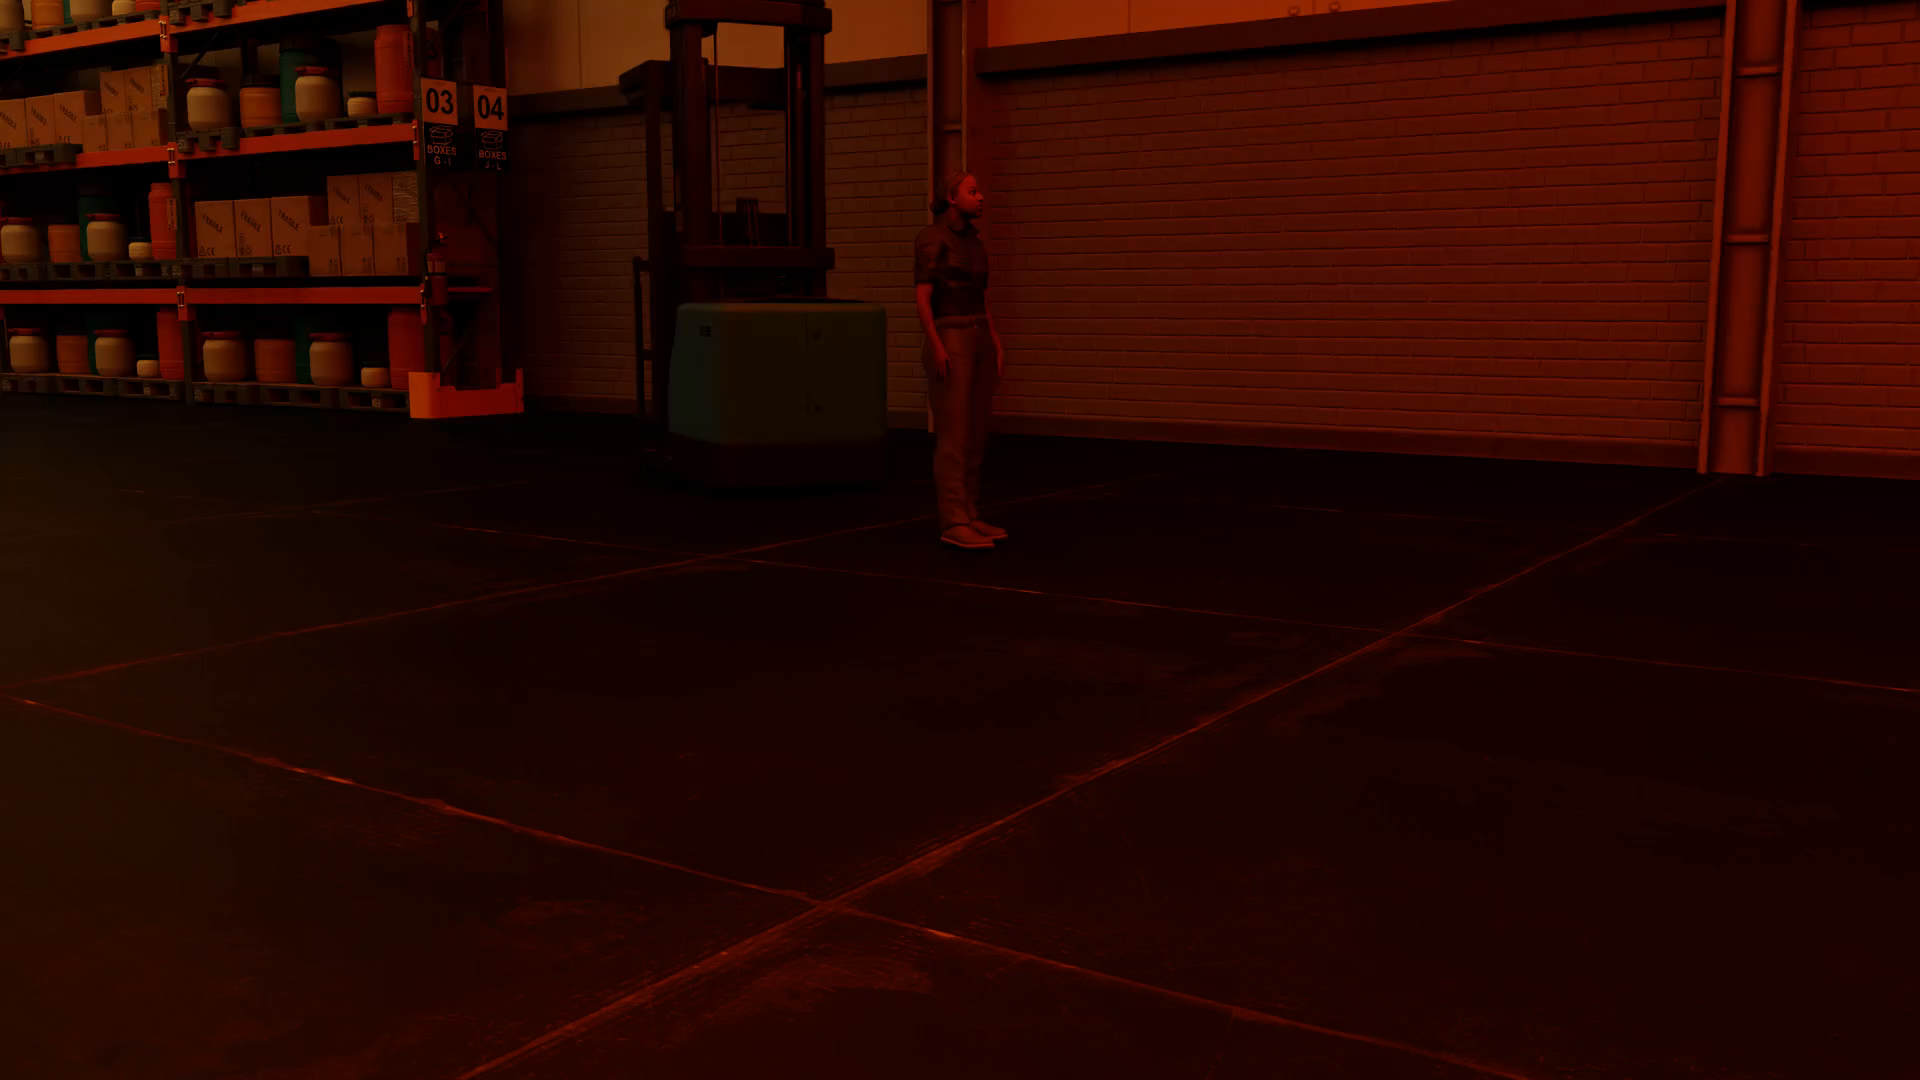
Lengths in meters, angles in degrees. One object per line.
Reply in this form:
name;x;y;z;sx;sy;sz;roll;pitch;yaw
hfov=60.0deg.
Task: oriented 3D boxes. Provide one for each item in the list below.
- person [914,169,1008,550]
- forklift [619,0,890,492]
person;0.062;-0.817;7.421;0.503;1.656;0.569;5;10;34
forklift;-1.479;-1.886;10.454;1.130;2.935;3.031;-4;9;-25
